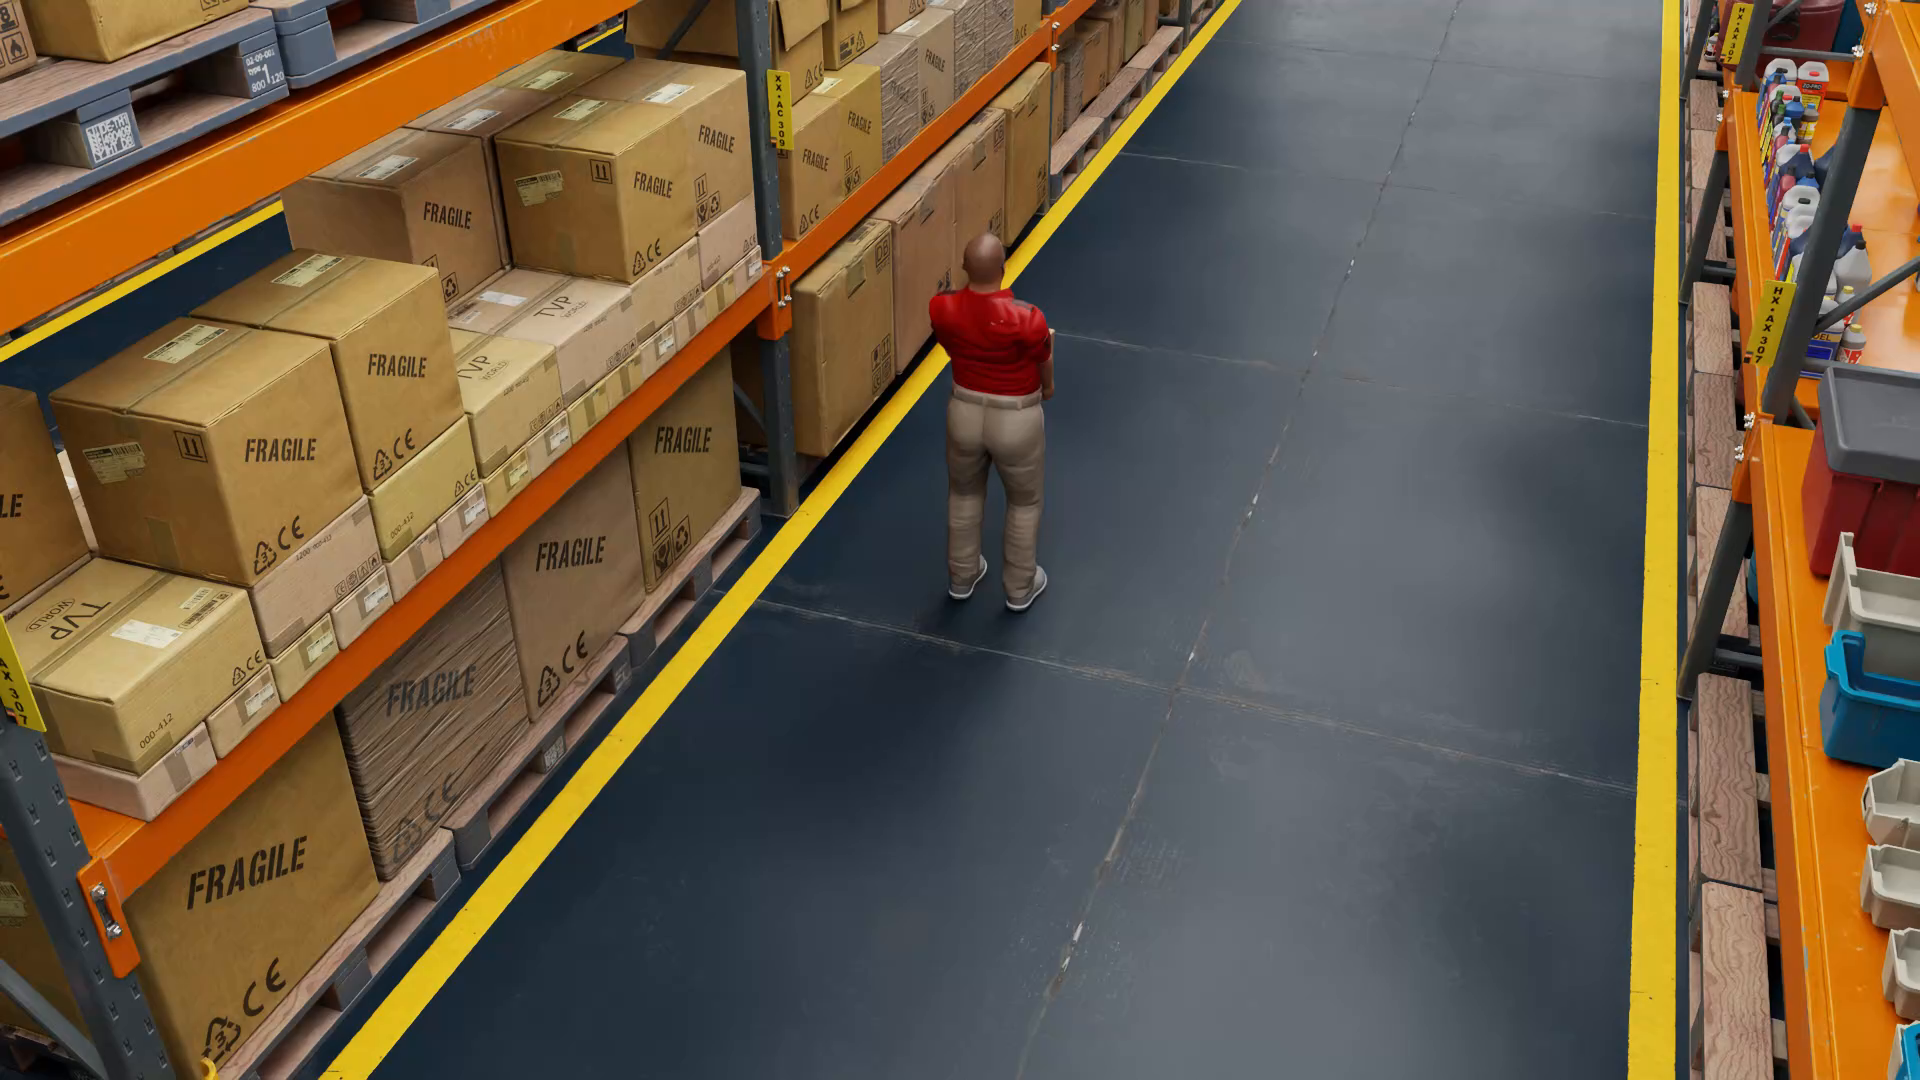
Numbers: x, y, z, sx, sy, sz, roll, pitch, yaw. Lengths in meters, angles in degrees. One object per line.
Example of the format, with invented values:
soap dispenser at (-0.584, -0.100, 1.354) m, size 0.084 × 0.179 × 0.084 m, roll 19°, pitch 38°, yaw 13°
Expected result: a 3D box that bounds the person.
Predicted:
person at (0.161, -0.536, 6.989) m, size 0.493 × 1.712 × 0.537 m, roll 11°, pitch 35°, yaw 17°
